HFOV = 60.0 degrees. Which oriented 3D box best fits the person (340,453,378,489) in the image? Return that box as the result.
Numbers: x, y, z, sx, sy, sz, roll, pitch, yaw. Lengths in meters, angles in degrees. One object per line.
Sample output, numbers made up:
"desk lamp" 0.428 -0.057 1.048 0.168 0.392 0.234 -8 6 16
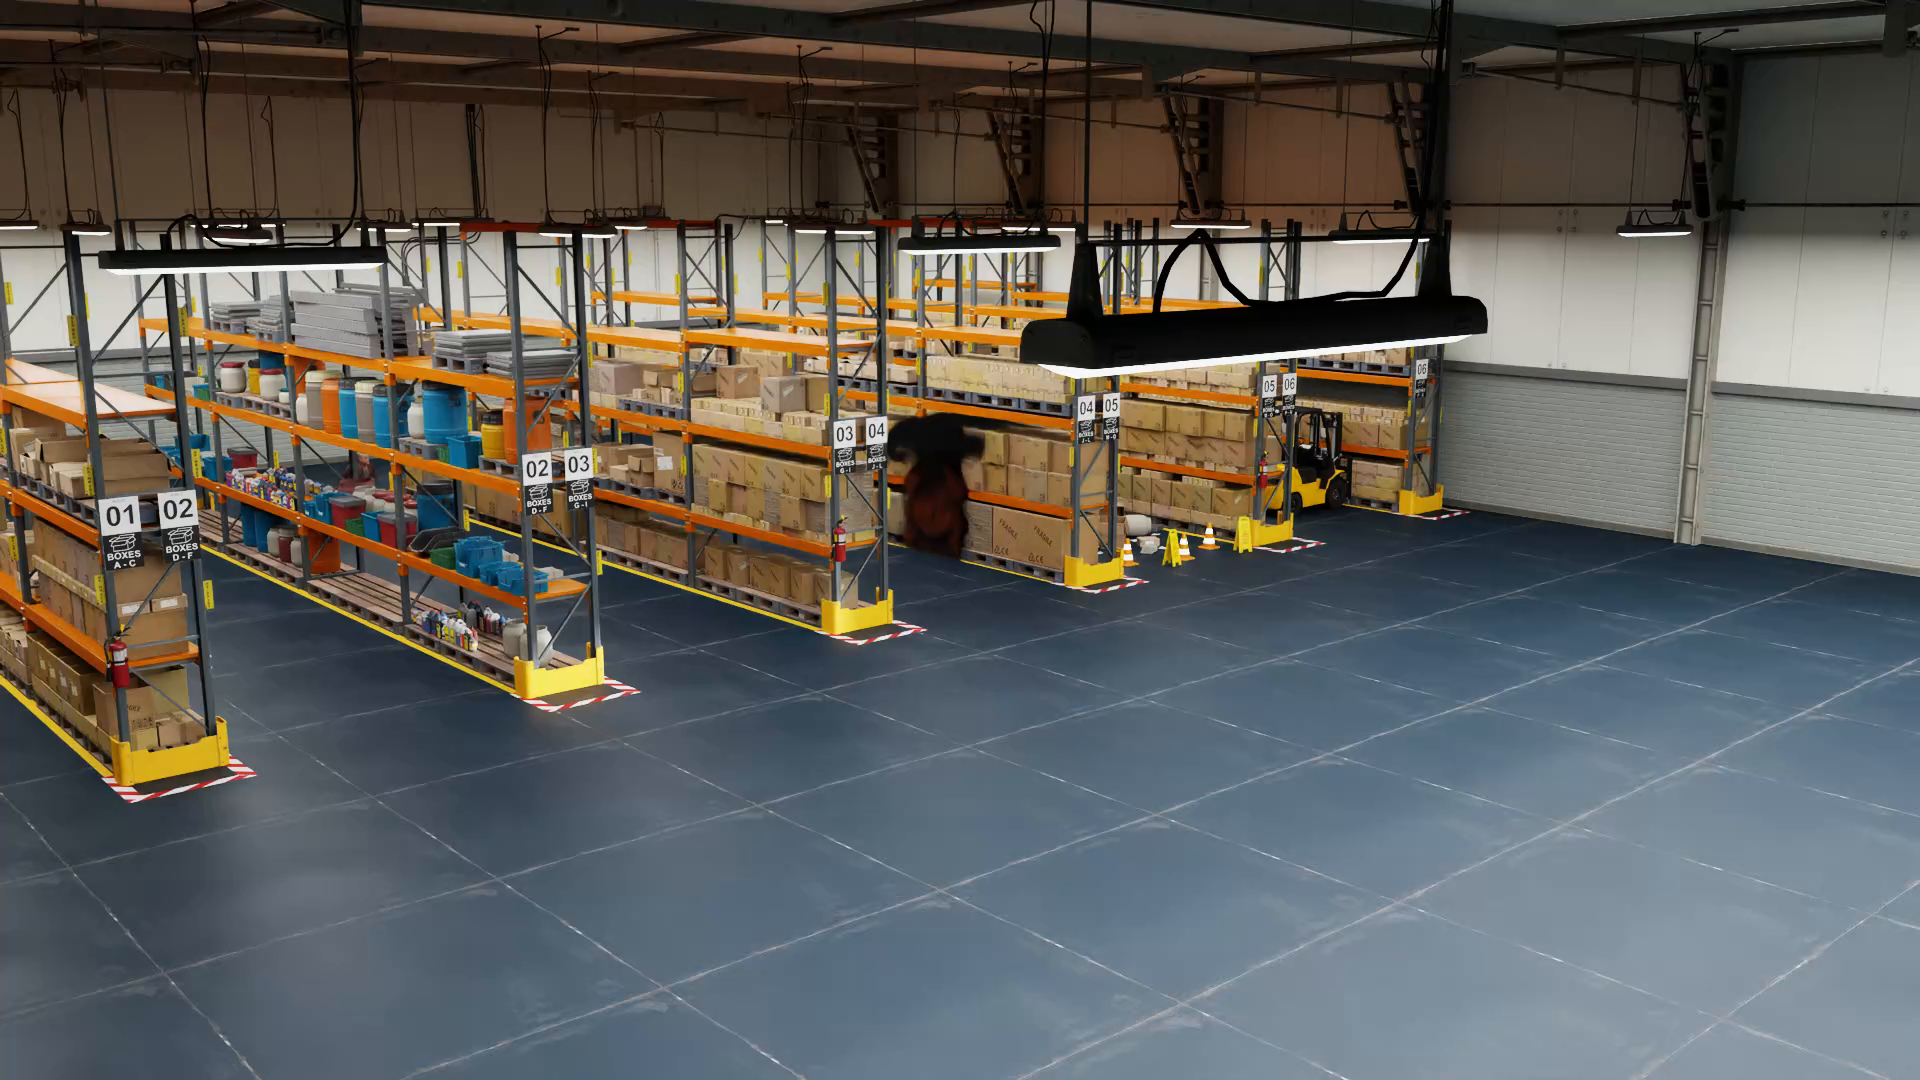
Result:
"person" -11.519 -0.865 31.861 0.706 1.711 0.717 7 14 32
